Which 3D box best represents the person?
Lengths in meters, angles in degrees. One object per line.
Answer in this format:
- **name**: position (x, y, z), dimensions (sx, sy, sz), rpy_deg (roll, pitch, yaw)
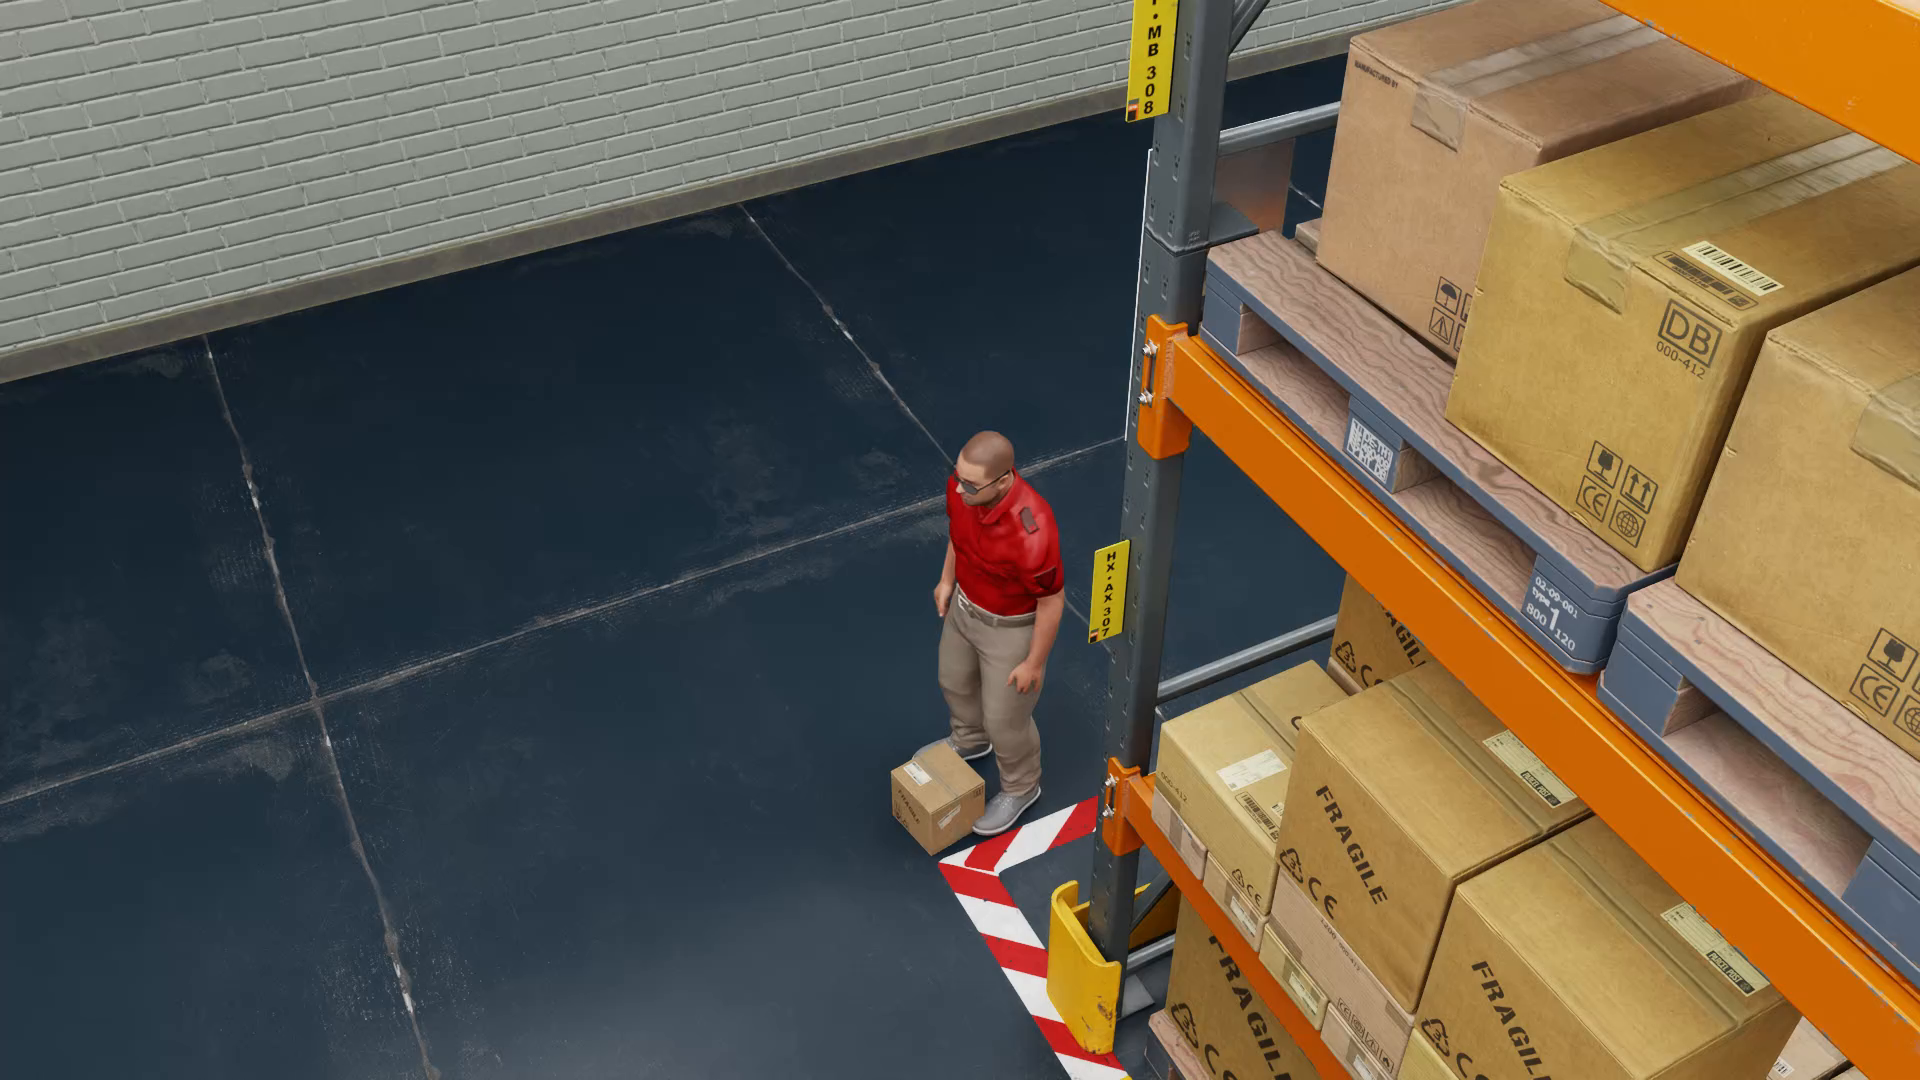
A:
- **person**: position (0.115, 0.293, 5.832), dimensions (0.397, 1.726, 0.583), rpy_deg (-25, 47, -26)
